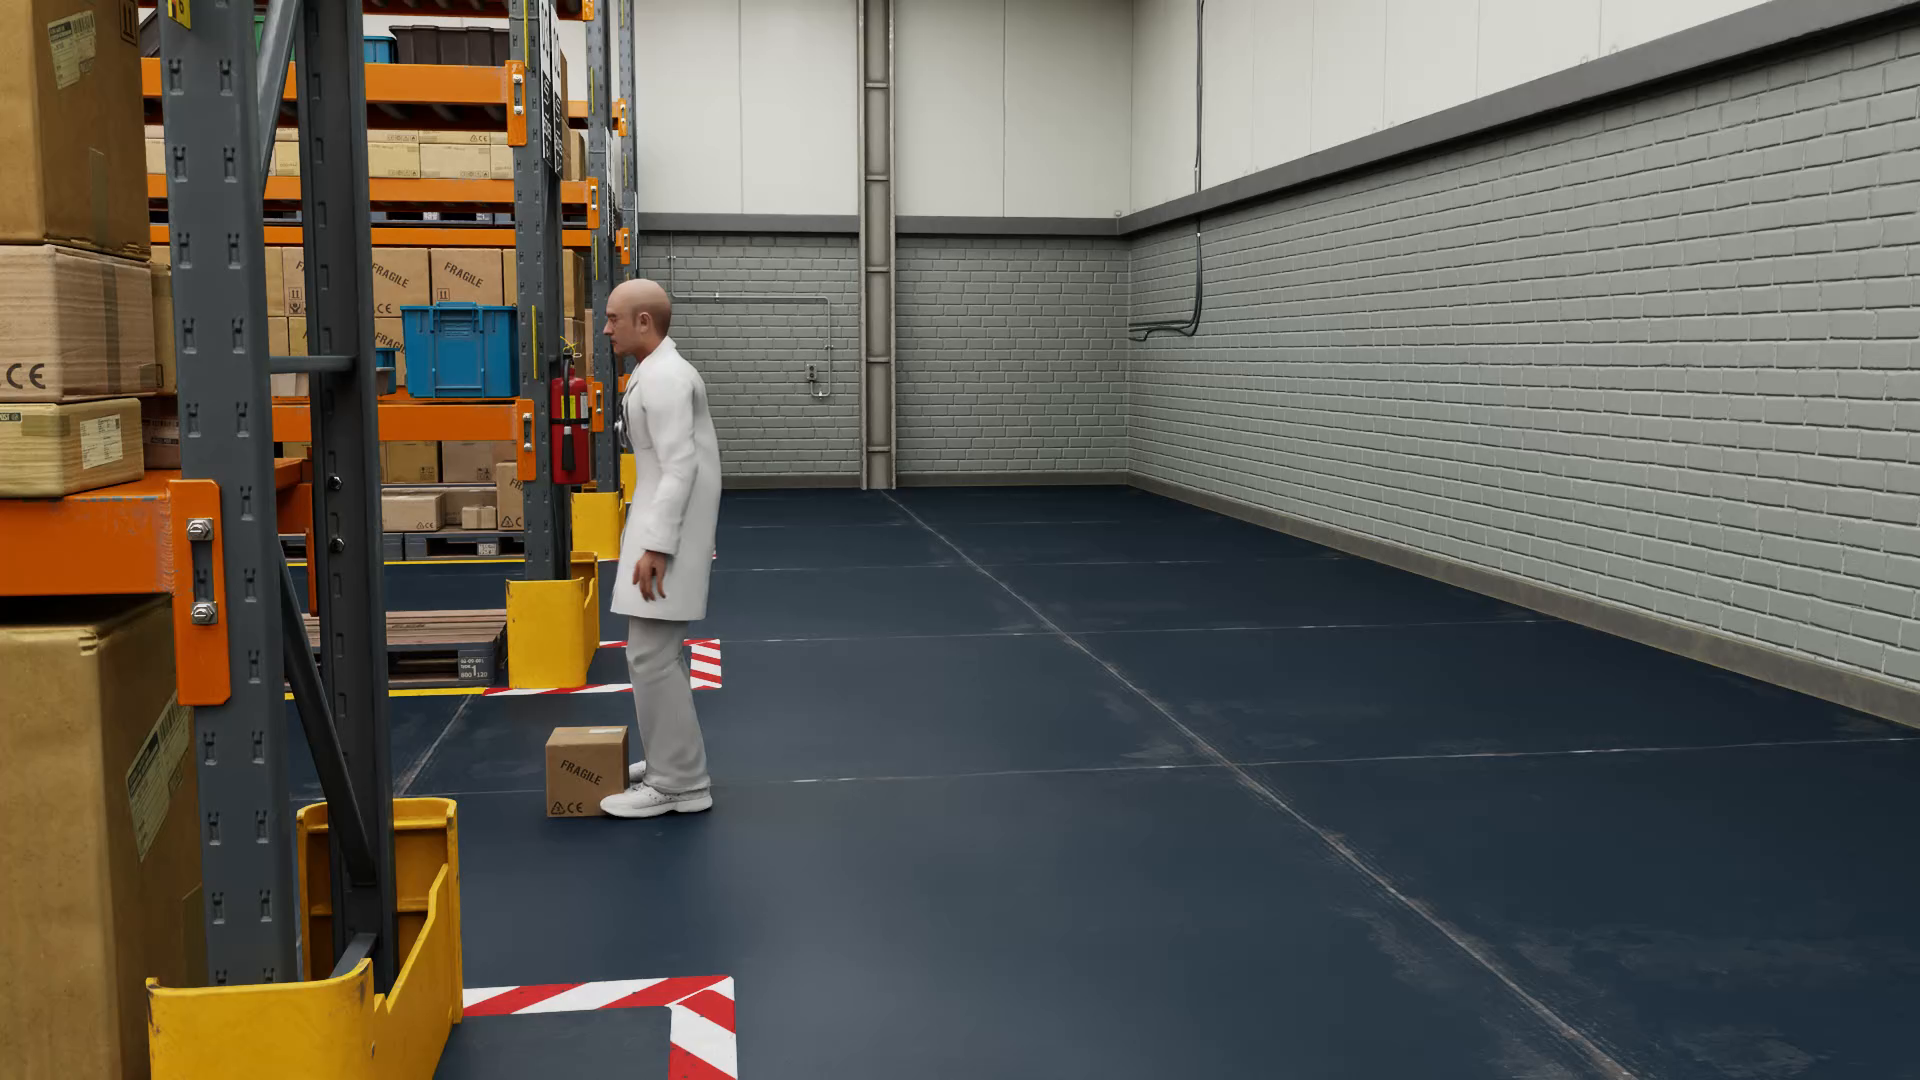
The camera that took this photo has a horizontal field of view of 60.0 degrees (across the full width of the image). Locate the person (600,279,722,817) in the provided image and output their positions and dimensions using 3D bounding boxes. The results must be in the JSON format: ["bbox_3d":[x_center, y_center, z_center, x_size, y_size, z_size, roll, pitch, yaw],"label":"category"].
[{"bbox_3d":[-1.013,0.021,5.582,0.423,1.774,0.653,-1,6,-12],"label":"person"}]
